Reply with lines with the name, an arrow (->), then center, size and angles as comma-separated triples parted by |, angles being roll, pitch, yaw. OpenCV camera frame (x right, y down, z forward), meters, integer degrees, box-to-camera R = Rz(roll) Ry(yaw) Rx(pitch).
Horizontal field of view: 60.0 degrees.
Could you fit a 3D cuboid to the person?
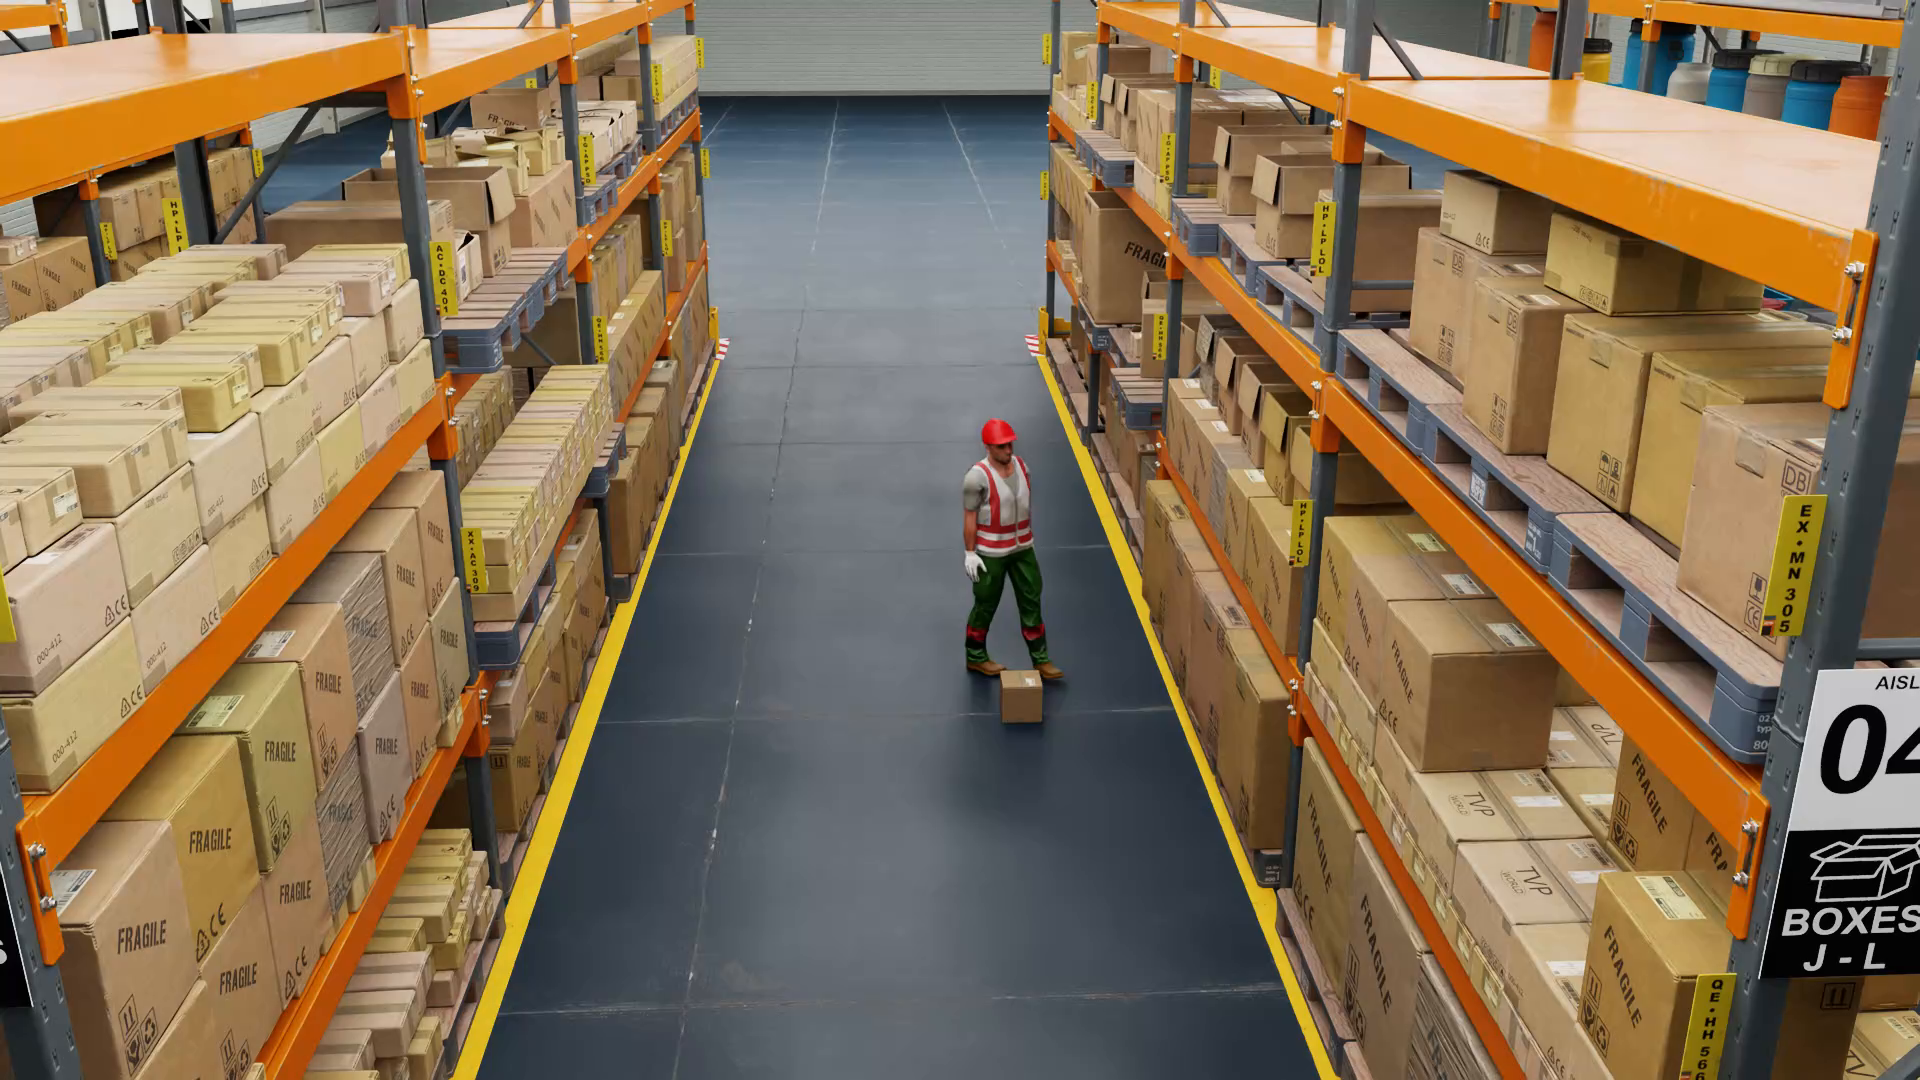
person -> 0.339, 0.085, 10.789 | 0.542, 1.778, 0.654 | -14, 25, -34
